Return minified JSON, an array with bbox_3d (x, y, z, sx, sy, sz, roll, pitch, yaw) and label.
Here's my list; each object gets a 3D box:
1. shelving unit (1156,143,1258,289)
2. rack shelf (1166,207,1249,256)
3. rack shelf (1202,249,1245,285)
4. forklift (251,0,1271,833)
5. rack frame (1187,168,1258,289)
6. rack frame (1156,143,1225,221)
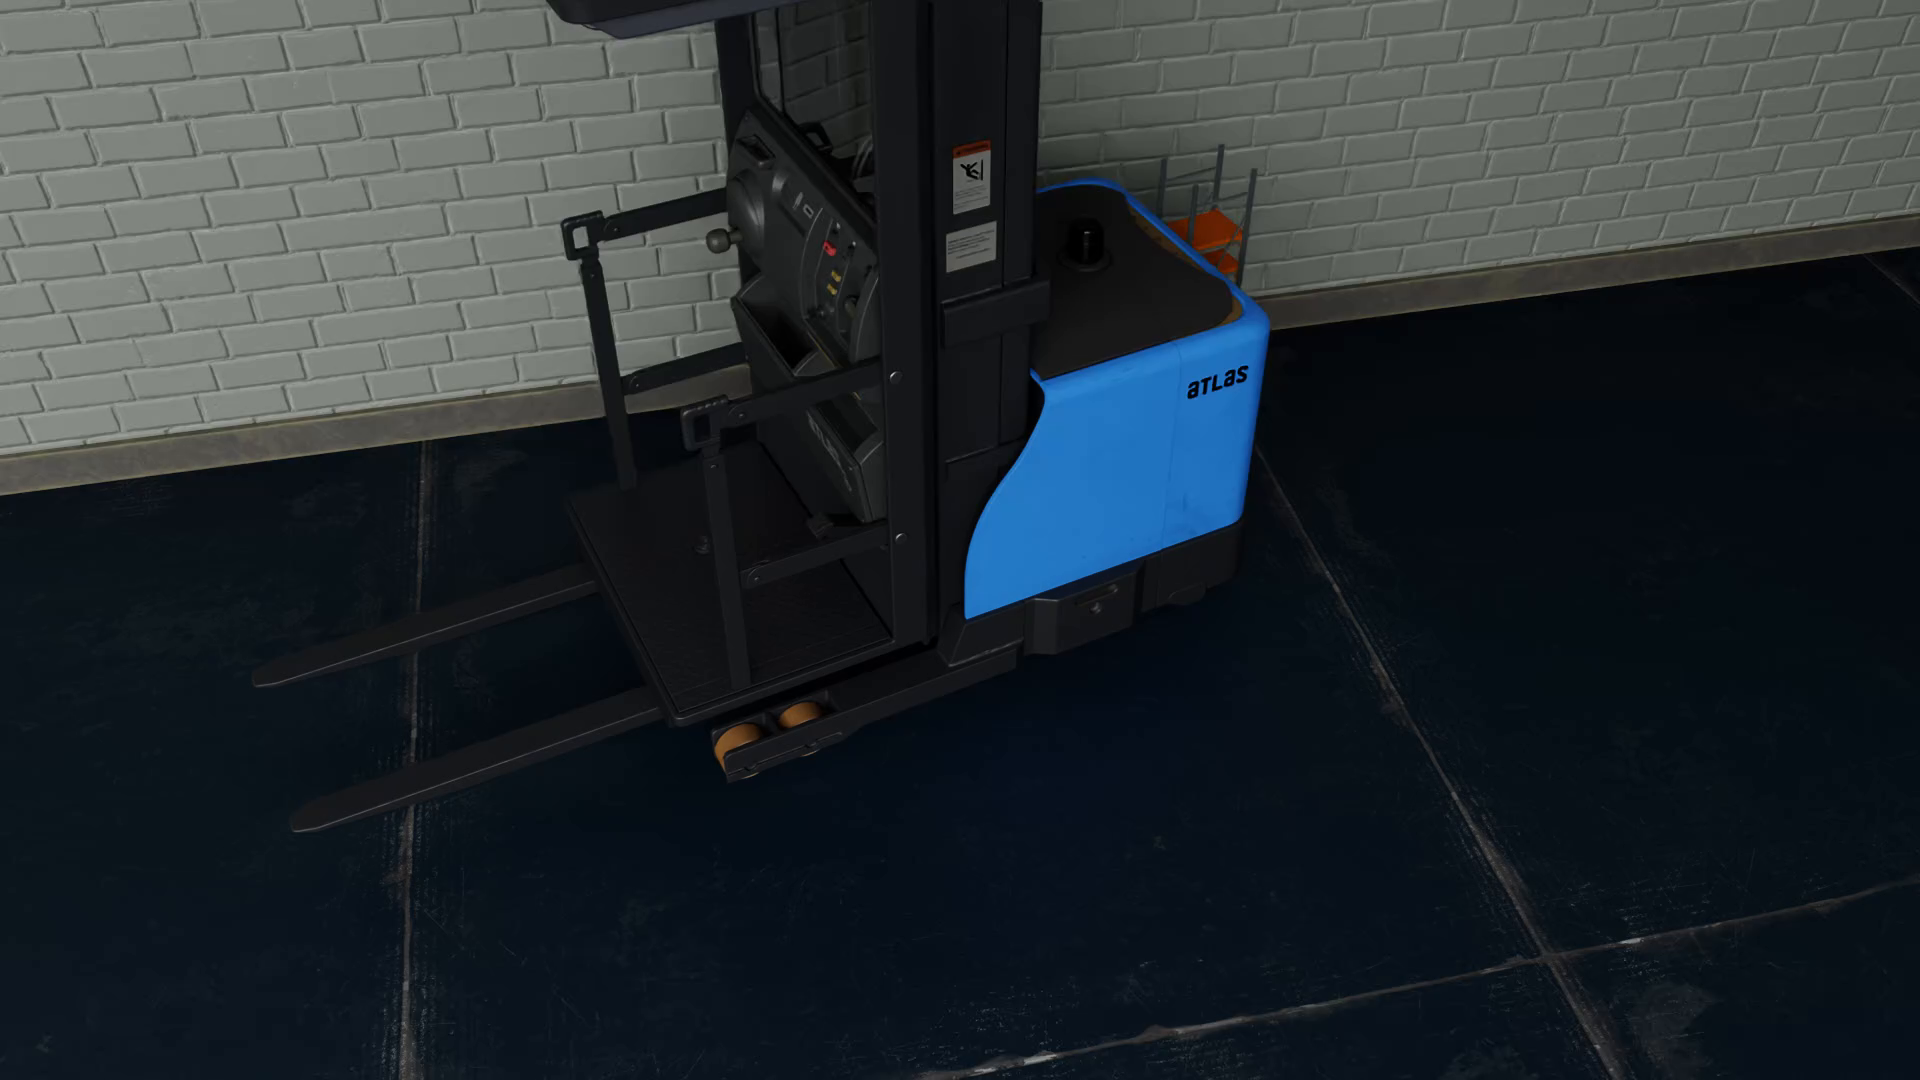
[{"bbox_3d":[0.789,-0.745,5.684,0.258,1.200,0.189,-18,45,-20],"label":"shelving unit"},{"bbox_3d":[0.791,-0.982,5.476,0.258,0.103,0.180,-18,45,-20],"label":"rack shelf"},{"bbox_3d":[0.790,-0.892,5.555,0.258,0.103,0.180,-18,45,-20],"label":"rack shelf"},{"bbox_3d":[-0.617,-0.789,4.431,3.031,2.935,1.130,-19,45,-20],"label":"forklift"},{"bbox_3d":[0.830,-0.691,5.623,0.240,1.200,0.006,-18,45,-20],"label":"rack frame"},{"bbox_3d":[0.747,-0.800,5.745,0.240,1.200,0.006,-18,45,-20],"label":"rack frame"}]
